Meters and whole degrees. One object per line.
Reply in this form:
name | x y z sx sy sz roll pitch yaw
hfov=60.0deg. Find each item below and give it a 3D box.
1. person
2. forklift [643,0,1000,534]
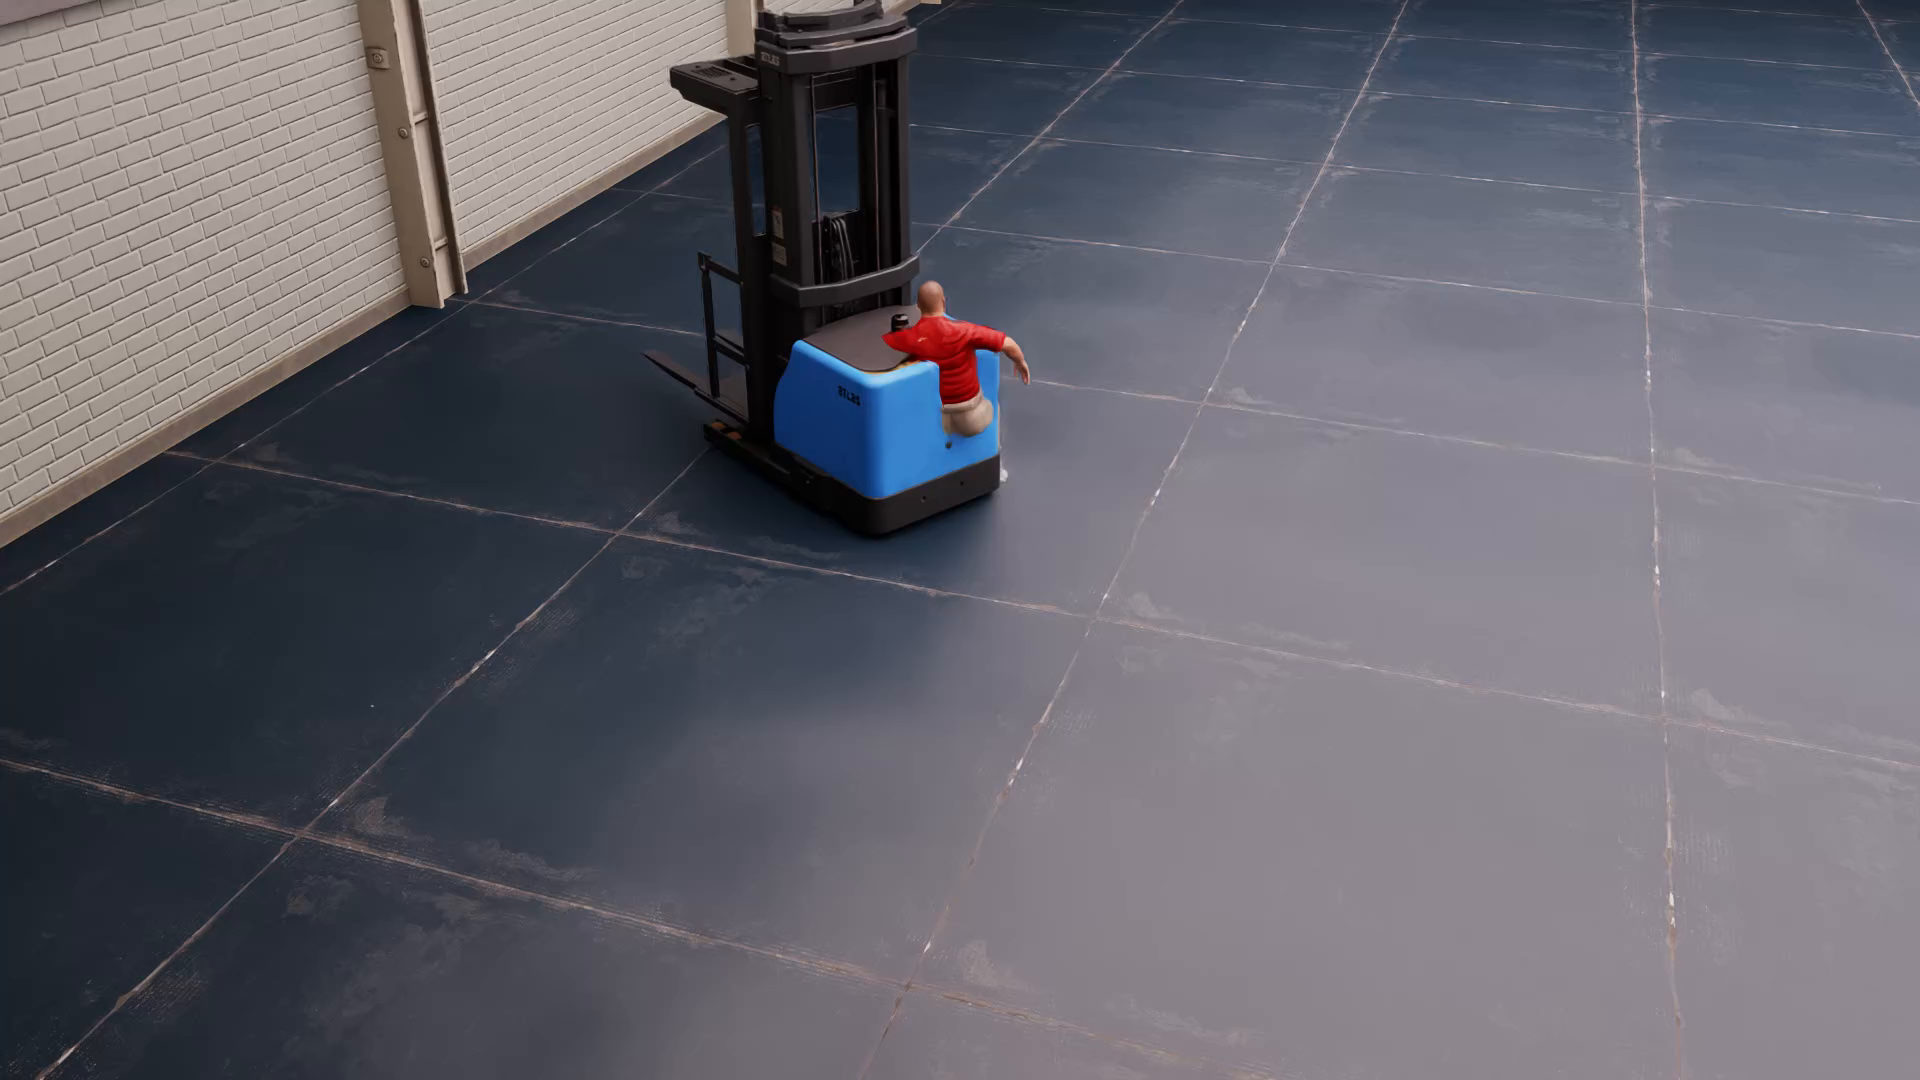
person | -0.040 -0.930 10.274 0.950 1.541 0.788 2 30 3
forklift | -1.072 -1.968 10.589 1.130 2.935 3.031 -22 37 -34
